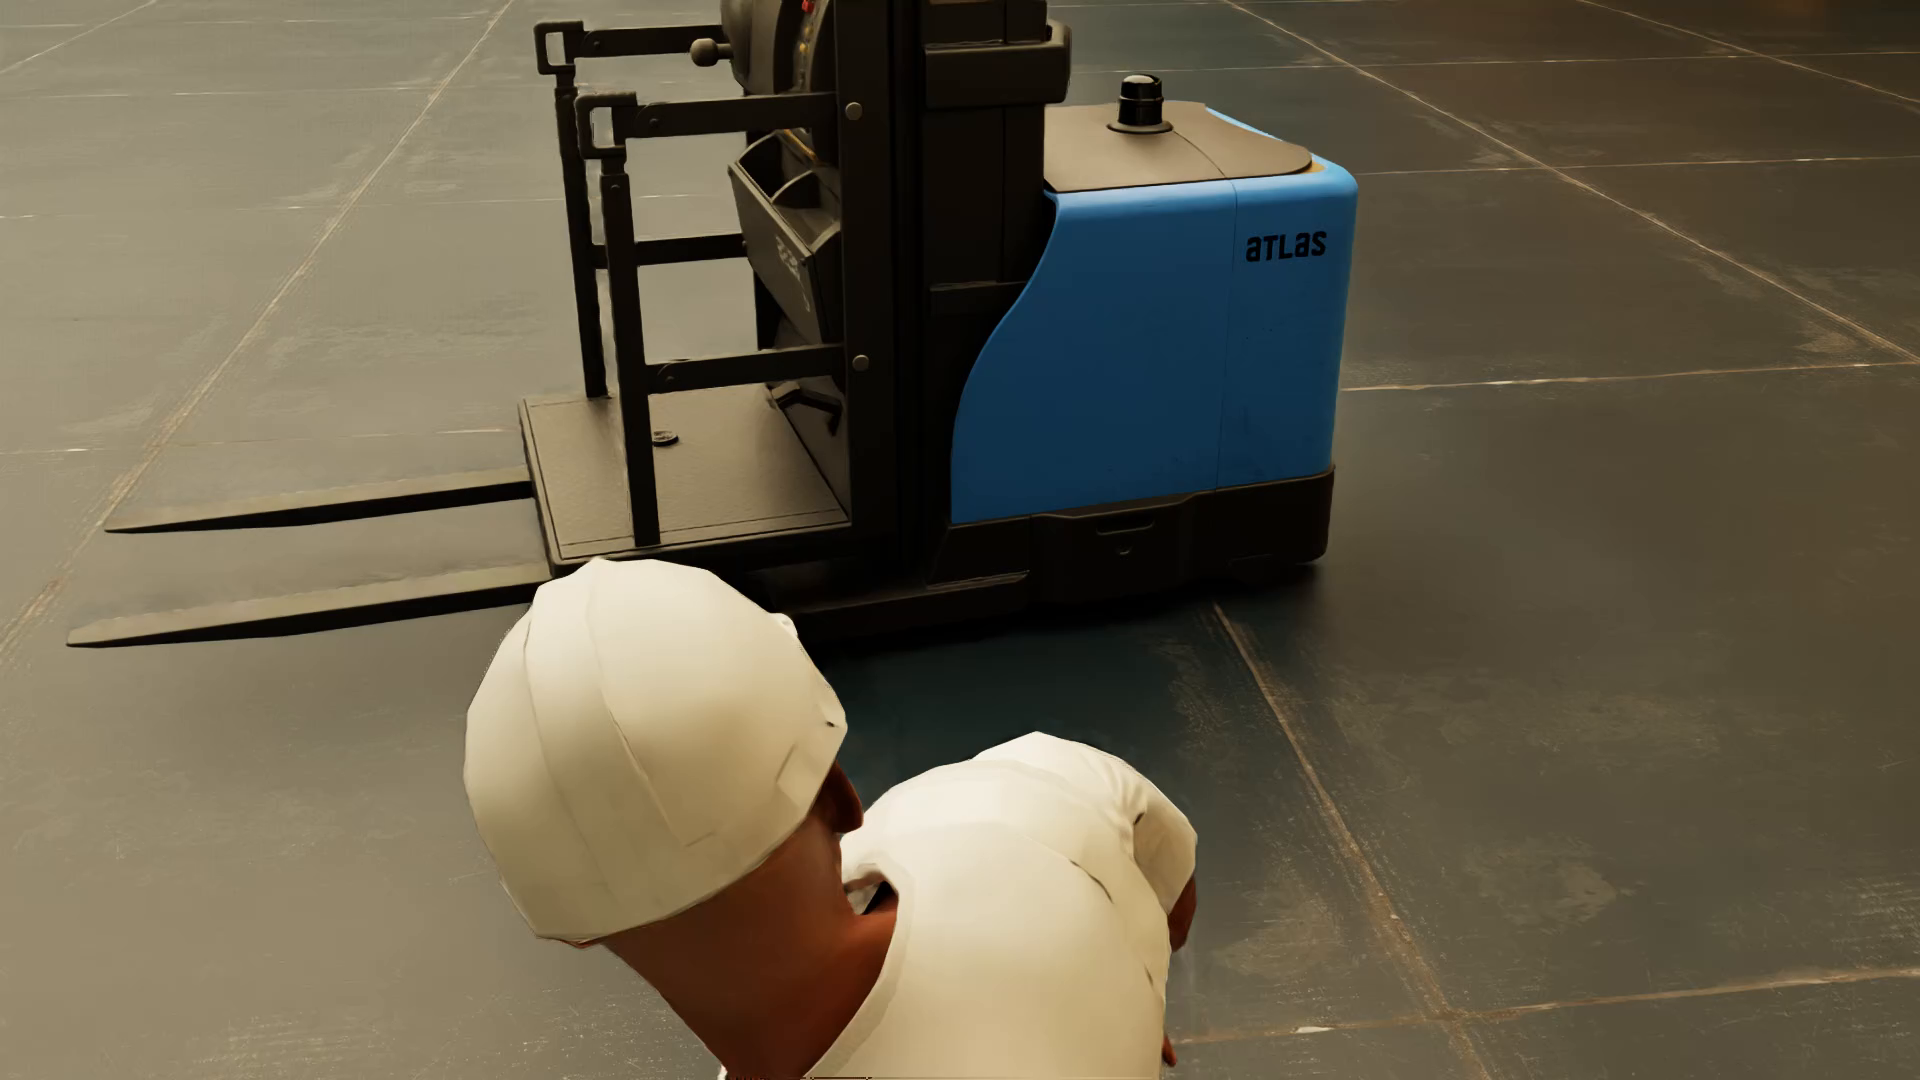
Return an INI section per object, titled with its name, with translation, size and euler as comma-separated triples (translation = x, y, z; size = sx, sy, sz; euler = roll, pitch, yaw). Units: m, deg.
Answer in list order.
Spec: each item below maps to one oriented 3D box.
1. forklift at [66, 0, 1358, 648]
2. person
[forklift]
translation = -0.606, -1.229, 3.779
size = 3.031, 2.935, 1.130
euler = -8, 27, -16
[person]
translation = -0.164, 0.685, 1.341
size = 0.804, 1.599, 0.816
euler = -1, 26, -3
